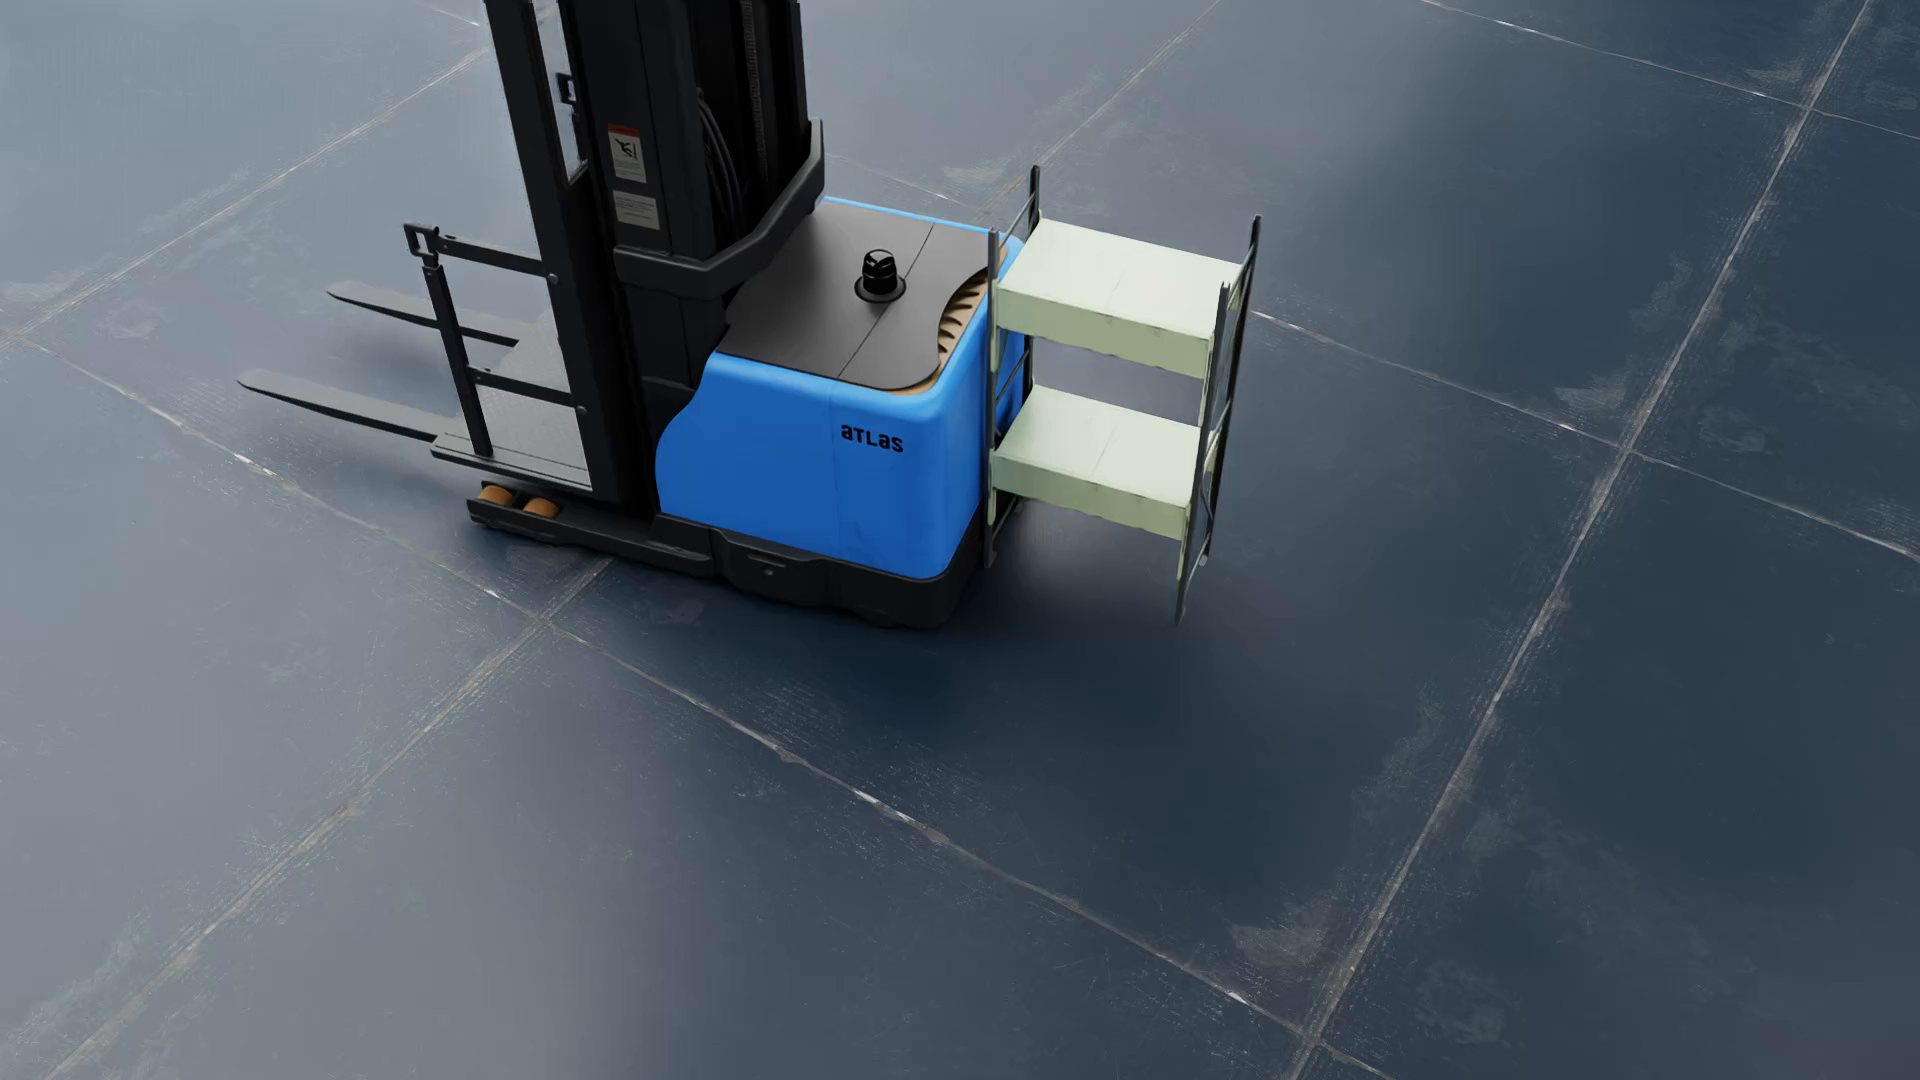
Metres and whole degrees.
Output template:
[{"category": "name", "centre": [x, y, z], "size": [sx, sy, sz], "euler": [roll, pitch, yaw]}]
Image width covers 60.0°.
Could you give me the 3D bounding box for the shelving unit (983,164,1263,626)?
[{"category": "shelving unit", "centre": [0.511, -0.449, 5.641], "size": [0.755, 1.500, 0.431], "euler": [16, 48, 15]}]

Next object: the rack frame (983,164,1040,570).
[{"category": "rack frame", "centre": [0.172, -0.549, 5.738], "size": [0.023, 1.500, 0.400], "euler": [16, 48, 15]}]

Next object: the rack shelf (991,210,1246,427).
[{"category": "rack shelf", "centre": [0.511, -0.721, 5.361], "size": [0.720, 0.370, 0.431], "euler": [16, 48, 15]}]

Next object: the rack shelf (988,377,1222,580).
[{"category": "rack shelf", "centre": [0.511, -0.222, 5.875], "size": [0.720, 0.370, 0.431], "euler": [16, 48, 15]}]

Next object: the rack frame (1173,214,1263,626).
[{"category": "rack frame", "centre": [0.850, -0.350, 5.544], "size": [0.023, 1.500, 0.400], "euler": [16, 48, 15]}]

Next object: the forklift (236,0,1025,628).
[{"category": "forklift", "centre": [-1.316, -1.357, 5.525], "size": [3.031, 2.935, 1.130], "euler": [14, 48, 14]}]
